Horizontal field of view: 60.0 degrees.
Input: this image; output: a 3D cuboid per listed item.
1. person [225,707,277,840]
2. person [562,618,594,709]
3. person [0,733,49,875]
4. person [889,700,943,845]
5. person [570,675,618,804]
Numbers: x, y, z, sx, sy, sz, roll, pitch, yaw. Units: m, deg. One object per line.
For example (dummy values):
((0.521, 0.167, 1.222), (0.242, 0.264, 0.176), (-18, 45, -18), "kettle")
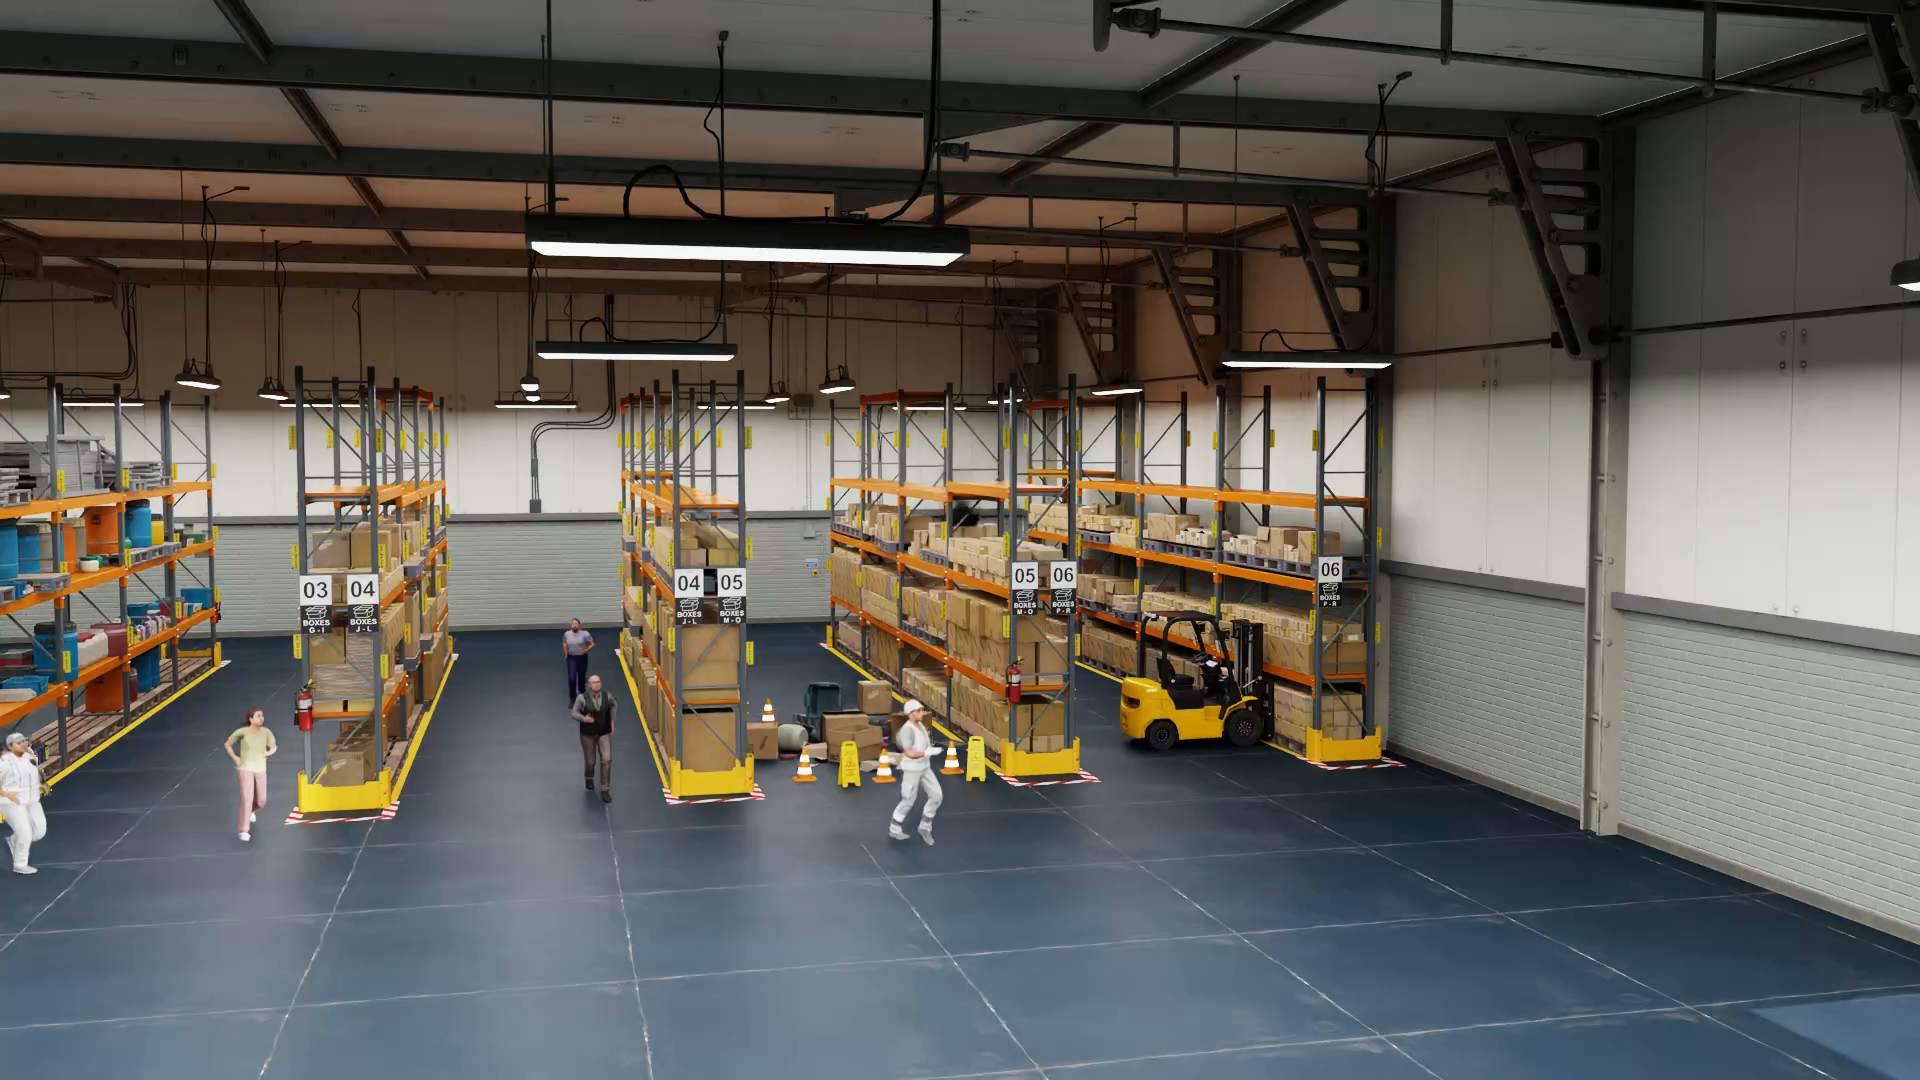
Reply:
((-9.031, 2.947, 21.253), (0.609, 1.631, 0.784), (-3, 5, -43), "person")
((-7.216, 2.307, 31.460), (0.601, 1.686, 0.815), (-1, 3, -9), "person")
((-10.959, 3.045, 19.316), (0.584, 1.623, 0.644), (1, 4, 19), "person")
((-0.527, 2.882, 20.572), (0.743, 1.824, 0.640), (2, 4, 30), "person")
((-5.114, 2.753, 23.312), (0.685, 1.738, 0.931), (-1, 4, -21), "person")
